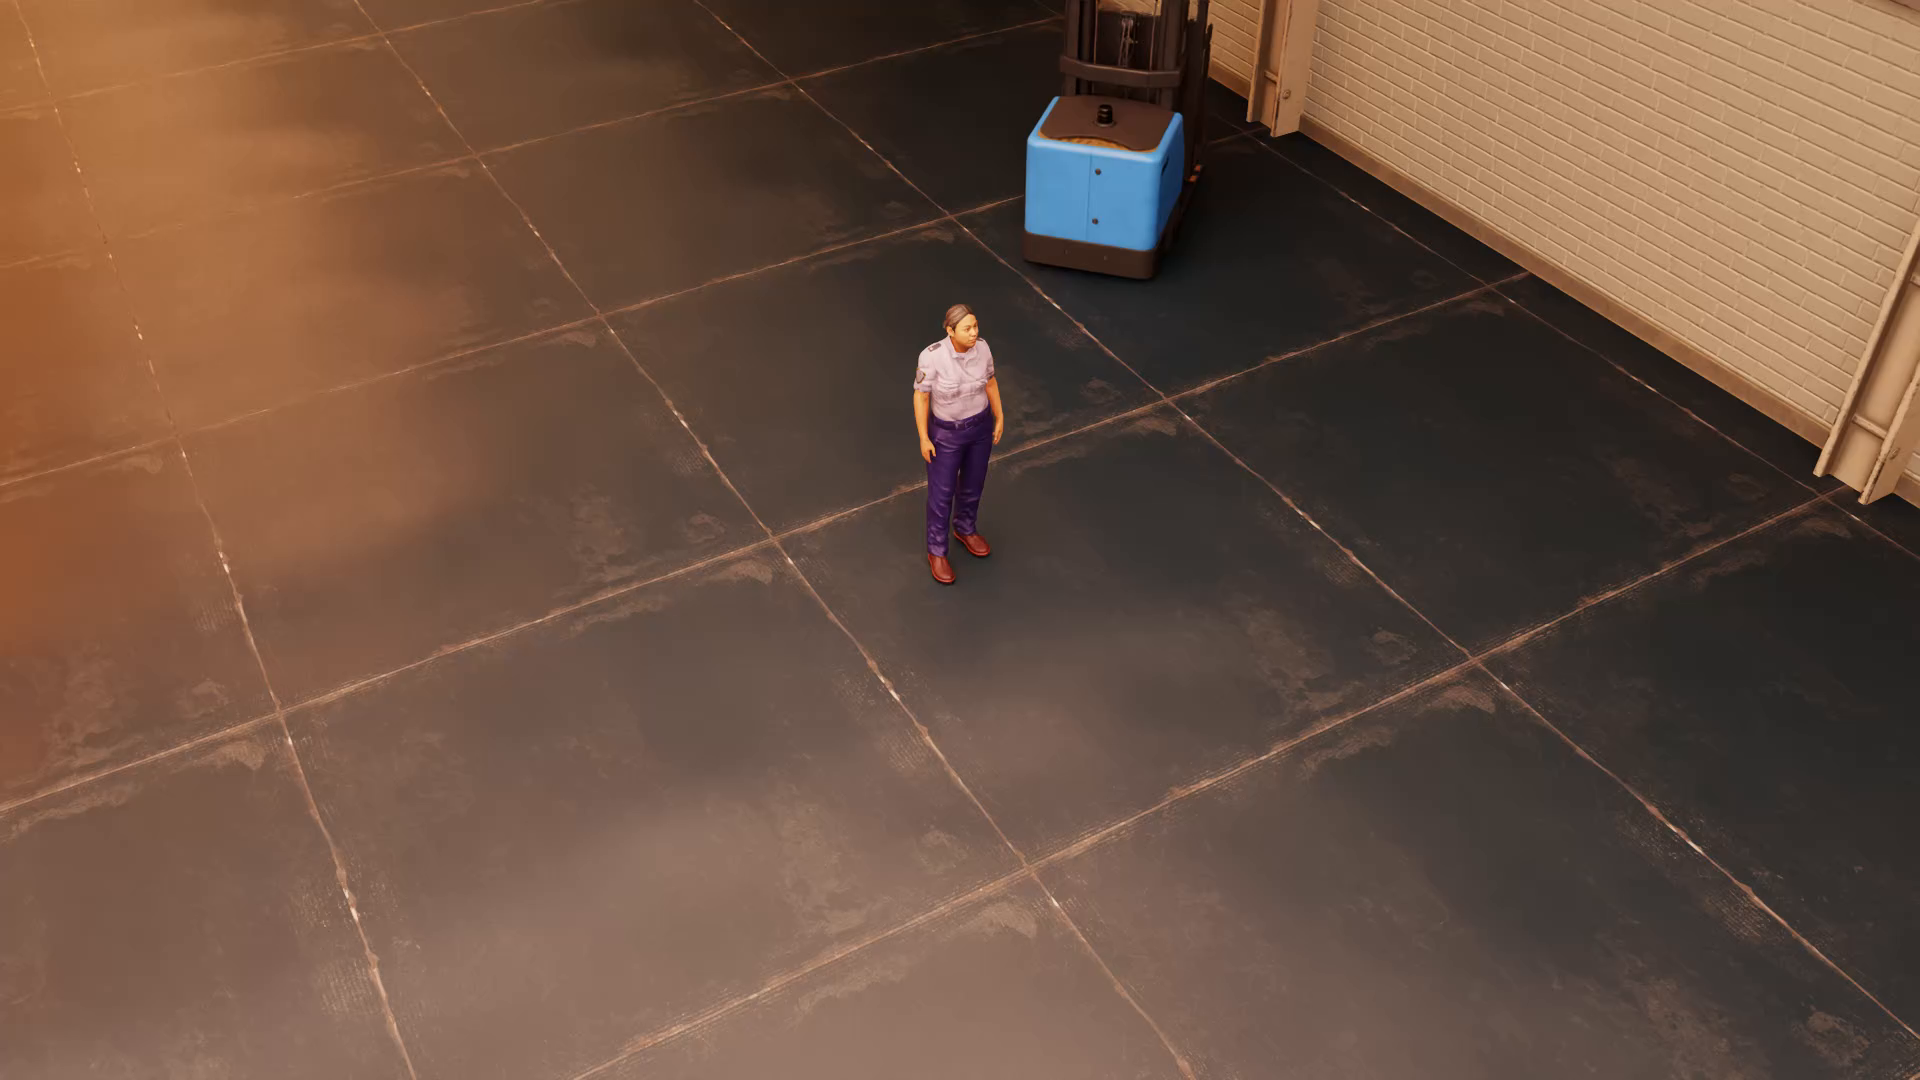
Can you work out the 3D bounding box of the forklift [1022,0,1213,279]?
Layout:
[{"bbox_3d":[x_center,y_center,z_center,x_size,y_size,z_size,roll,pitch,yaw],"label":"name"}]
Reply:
[{"bbox_3d":[1.414,-4.052,12.922,1.130,2.935,3.031,12,41,14],"label":"forklift"}]

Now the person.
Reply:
[{"bbox_3d":[0.025,-0.584,9.733,0.598,1.651,0.503,-20,44,-23],"label":"person"}]
